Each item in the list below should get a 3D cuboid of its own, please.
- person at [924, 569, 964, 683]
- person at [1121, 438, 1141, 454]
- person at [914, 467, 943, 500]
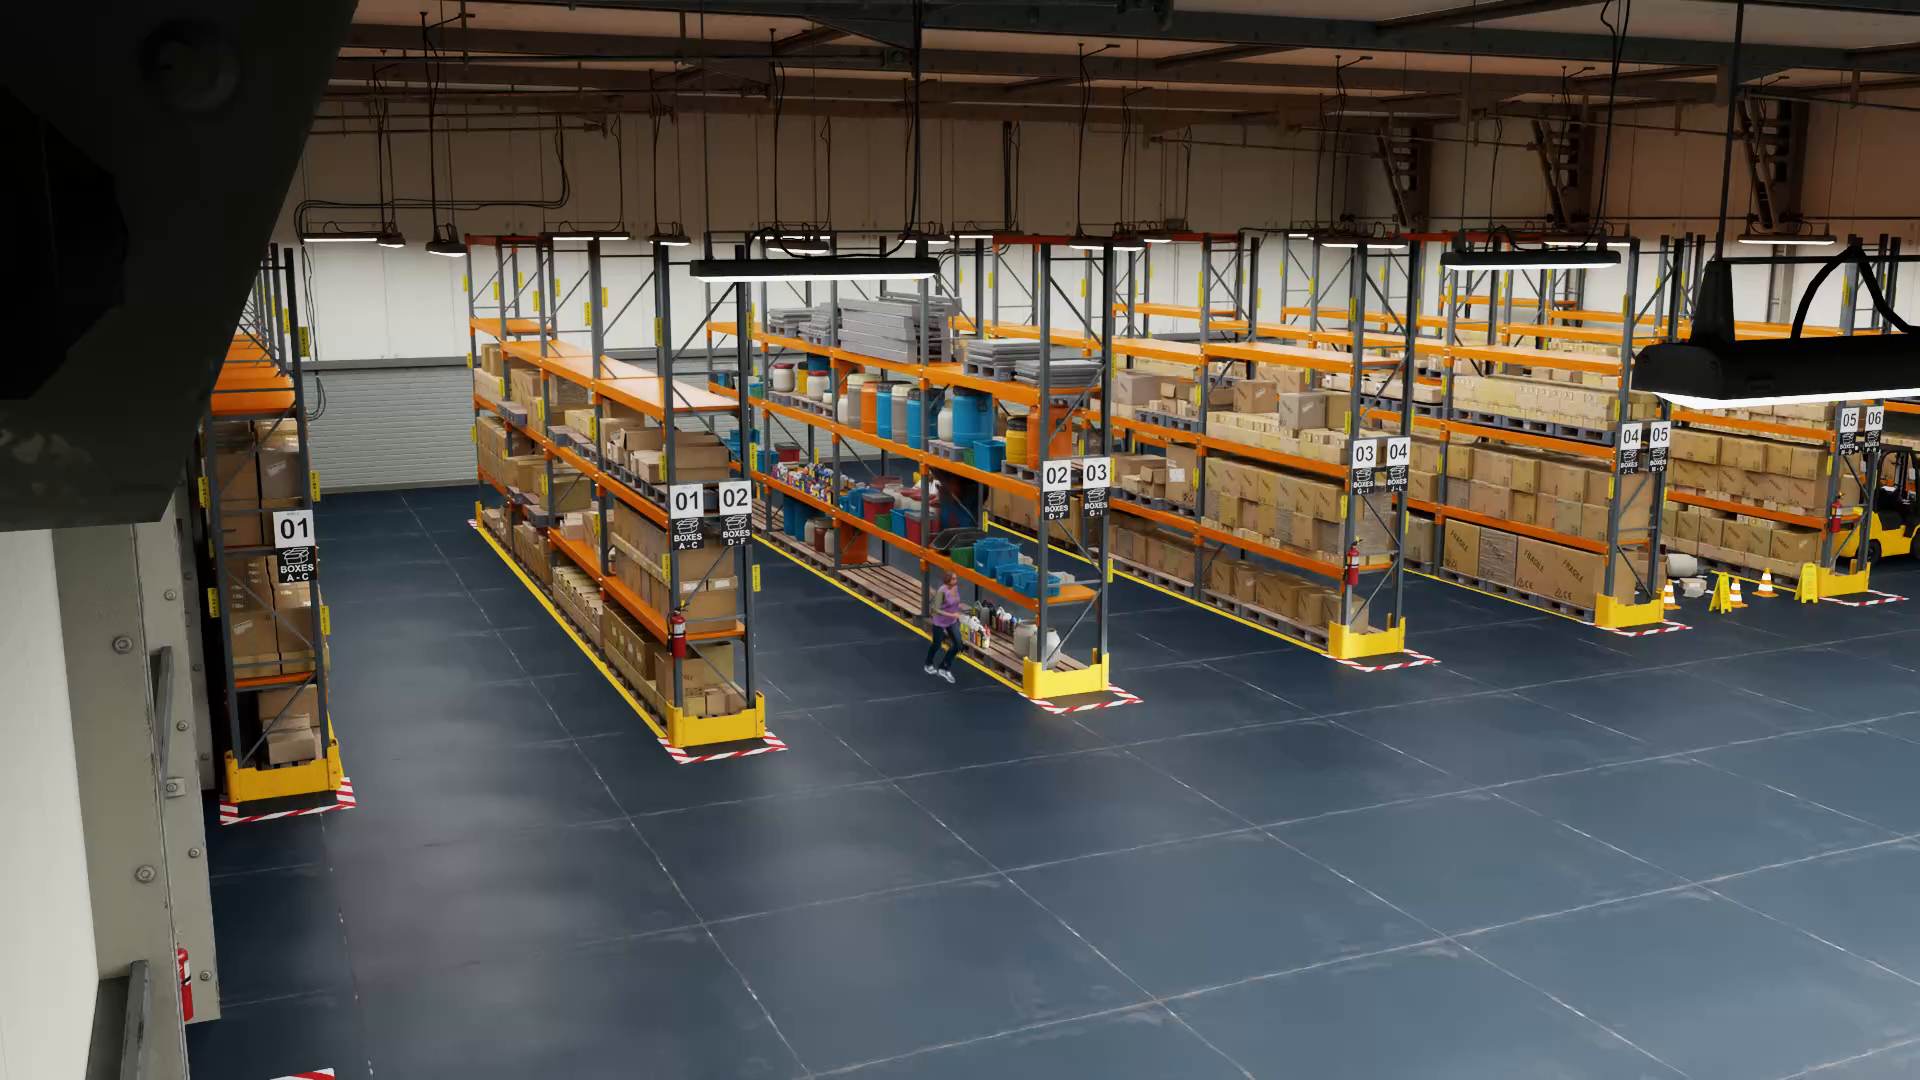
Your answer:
[{"bbox_3d":[-0.236,1.128,22.399,0.512,1.572,0.732,-9,14,-37],"label":"person"},{"bbox_3d":[4.461,-2.905,43.398,0.683,1.816,0.841,6,12,28],"label":"person"},{"bbox_3d":[-0.559,-0.538,31.473,0.611,1.714,0.808,-5,12,-25],"label":"person"}]
